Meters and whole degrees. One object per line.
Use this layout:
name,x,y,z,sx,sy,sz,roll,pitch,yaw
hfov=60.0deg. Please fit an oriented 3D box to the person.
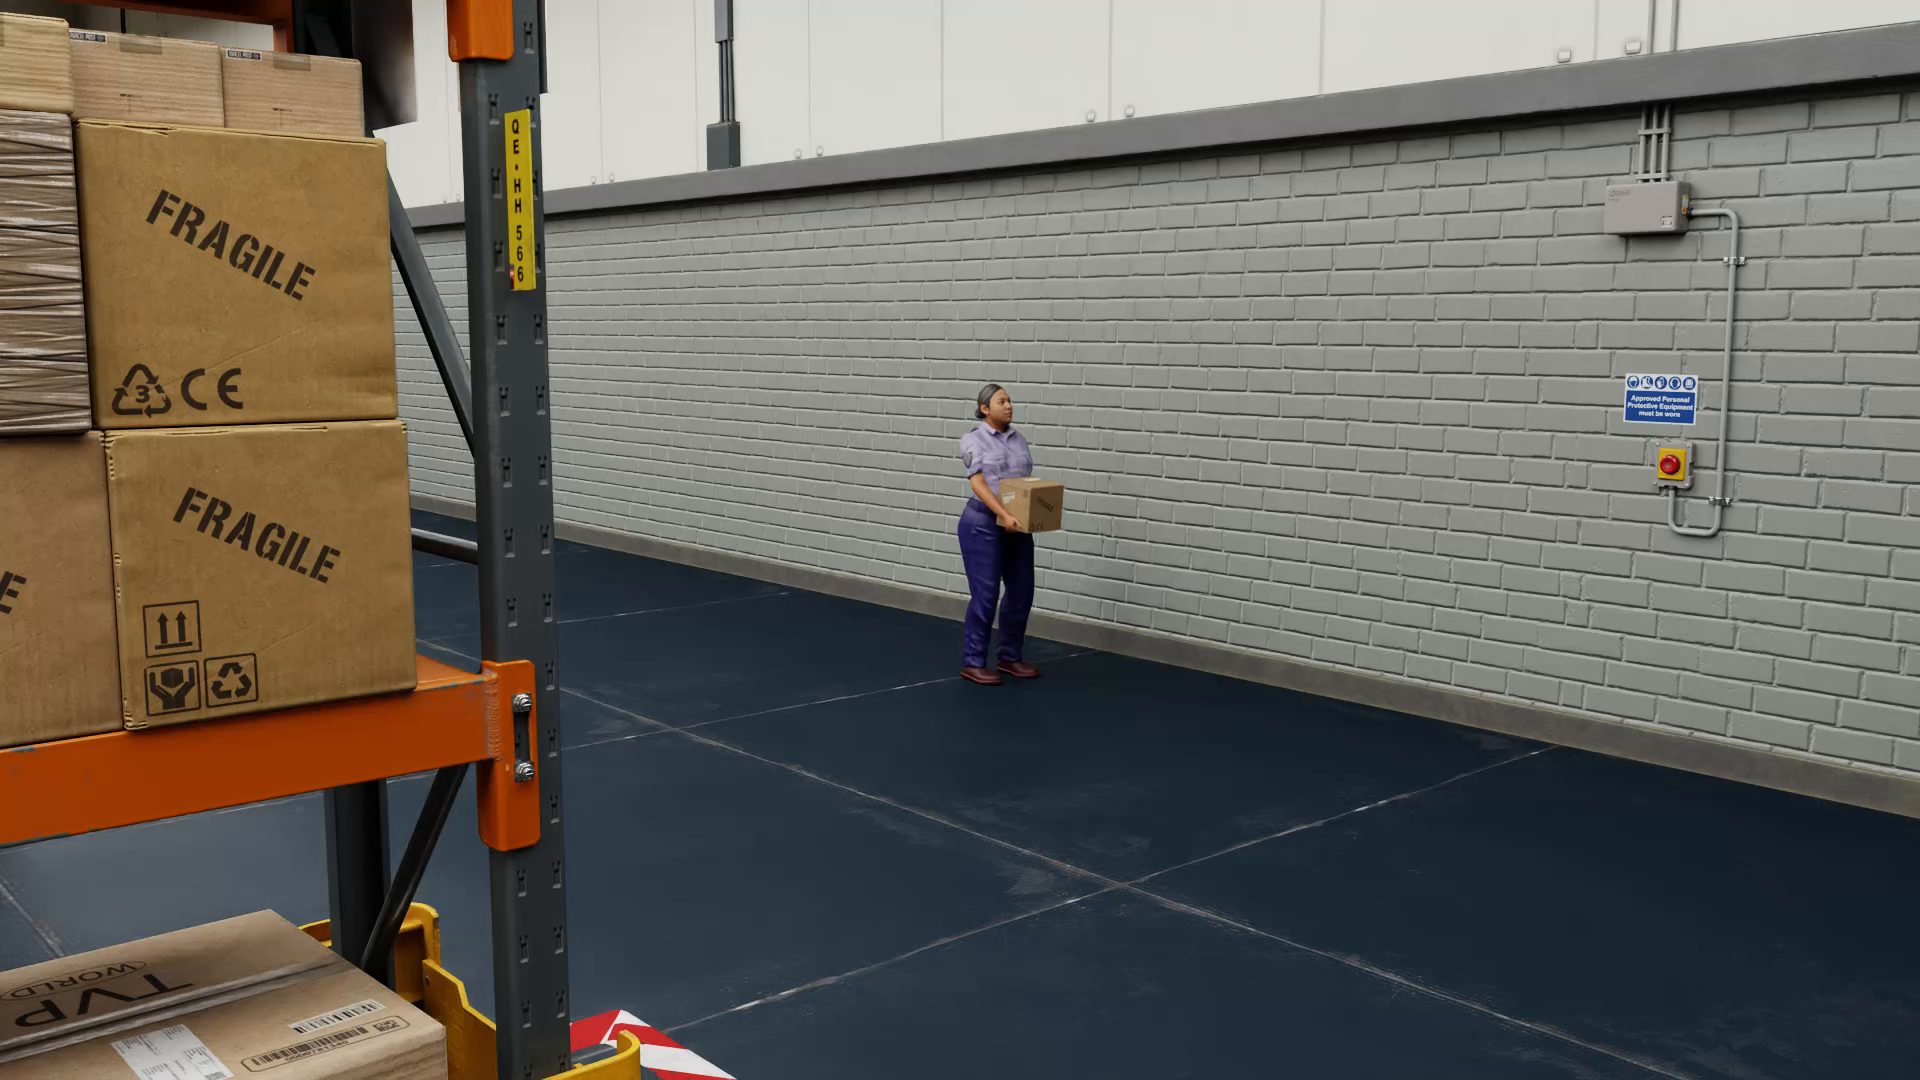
person,0.267,0.007,9.161,0.452,1.549,0.513,-7,10,-41
